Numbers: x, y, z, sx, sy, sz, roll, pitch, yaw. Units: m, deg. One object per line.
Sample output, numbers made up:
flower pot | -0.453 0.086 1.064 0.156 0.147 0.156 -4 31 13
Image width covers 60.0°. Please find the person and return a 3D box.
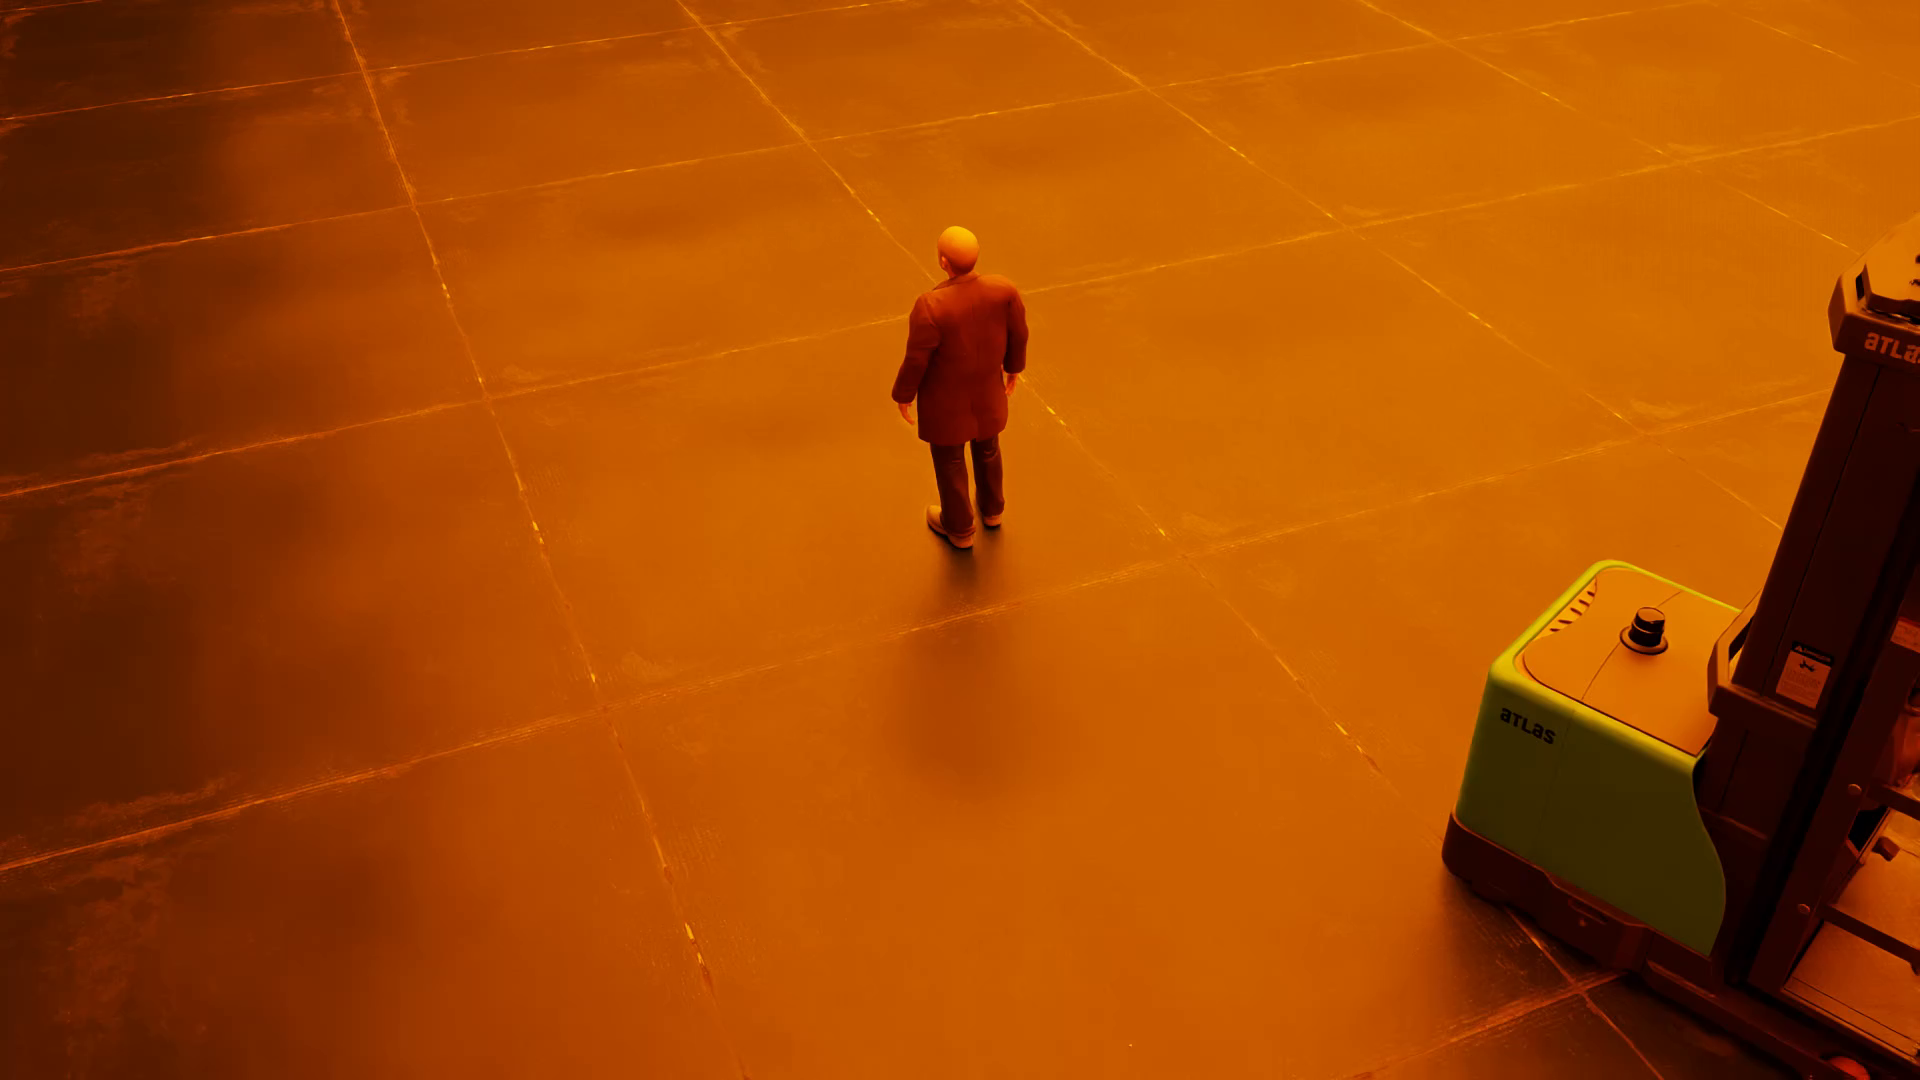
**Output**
person | -0.033 -0.781 8.178 0.698 1.778 0.579 -14 38 -19

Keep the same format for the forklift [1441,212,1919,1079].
forklift | 3.371 0.517 5.371 3.031 2.935 1.130 28 44 33
